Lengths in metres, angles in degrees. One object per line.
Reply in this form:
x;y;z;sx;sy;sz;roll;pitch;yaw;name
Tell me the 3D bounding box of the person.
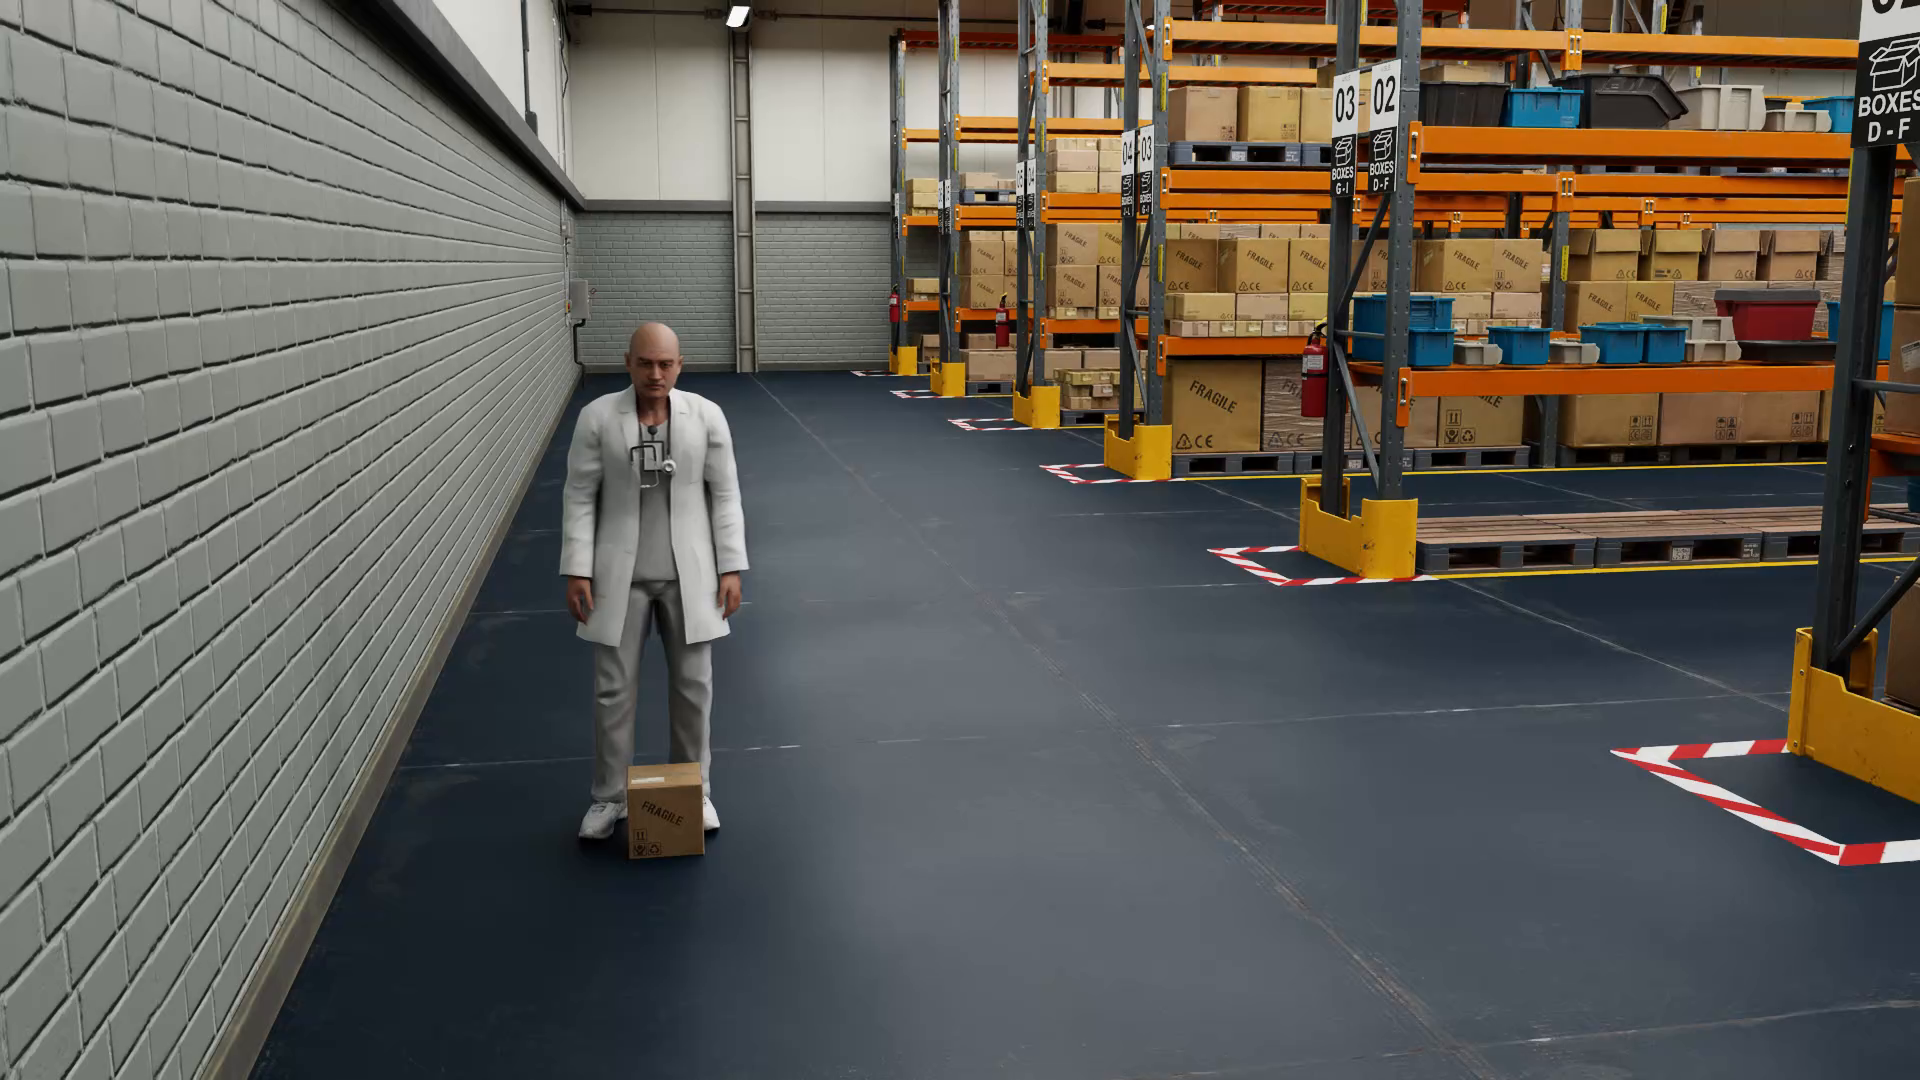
-1.064;0.133;5.801;0.649;1.774;0.417;-2;10;-12;person
